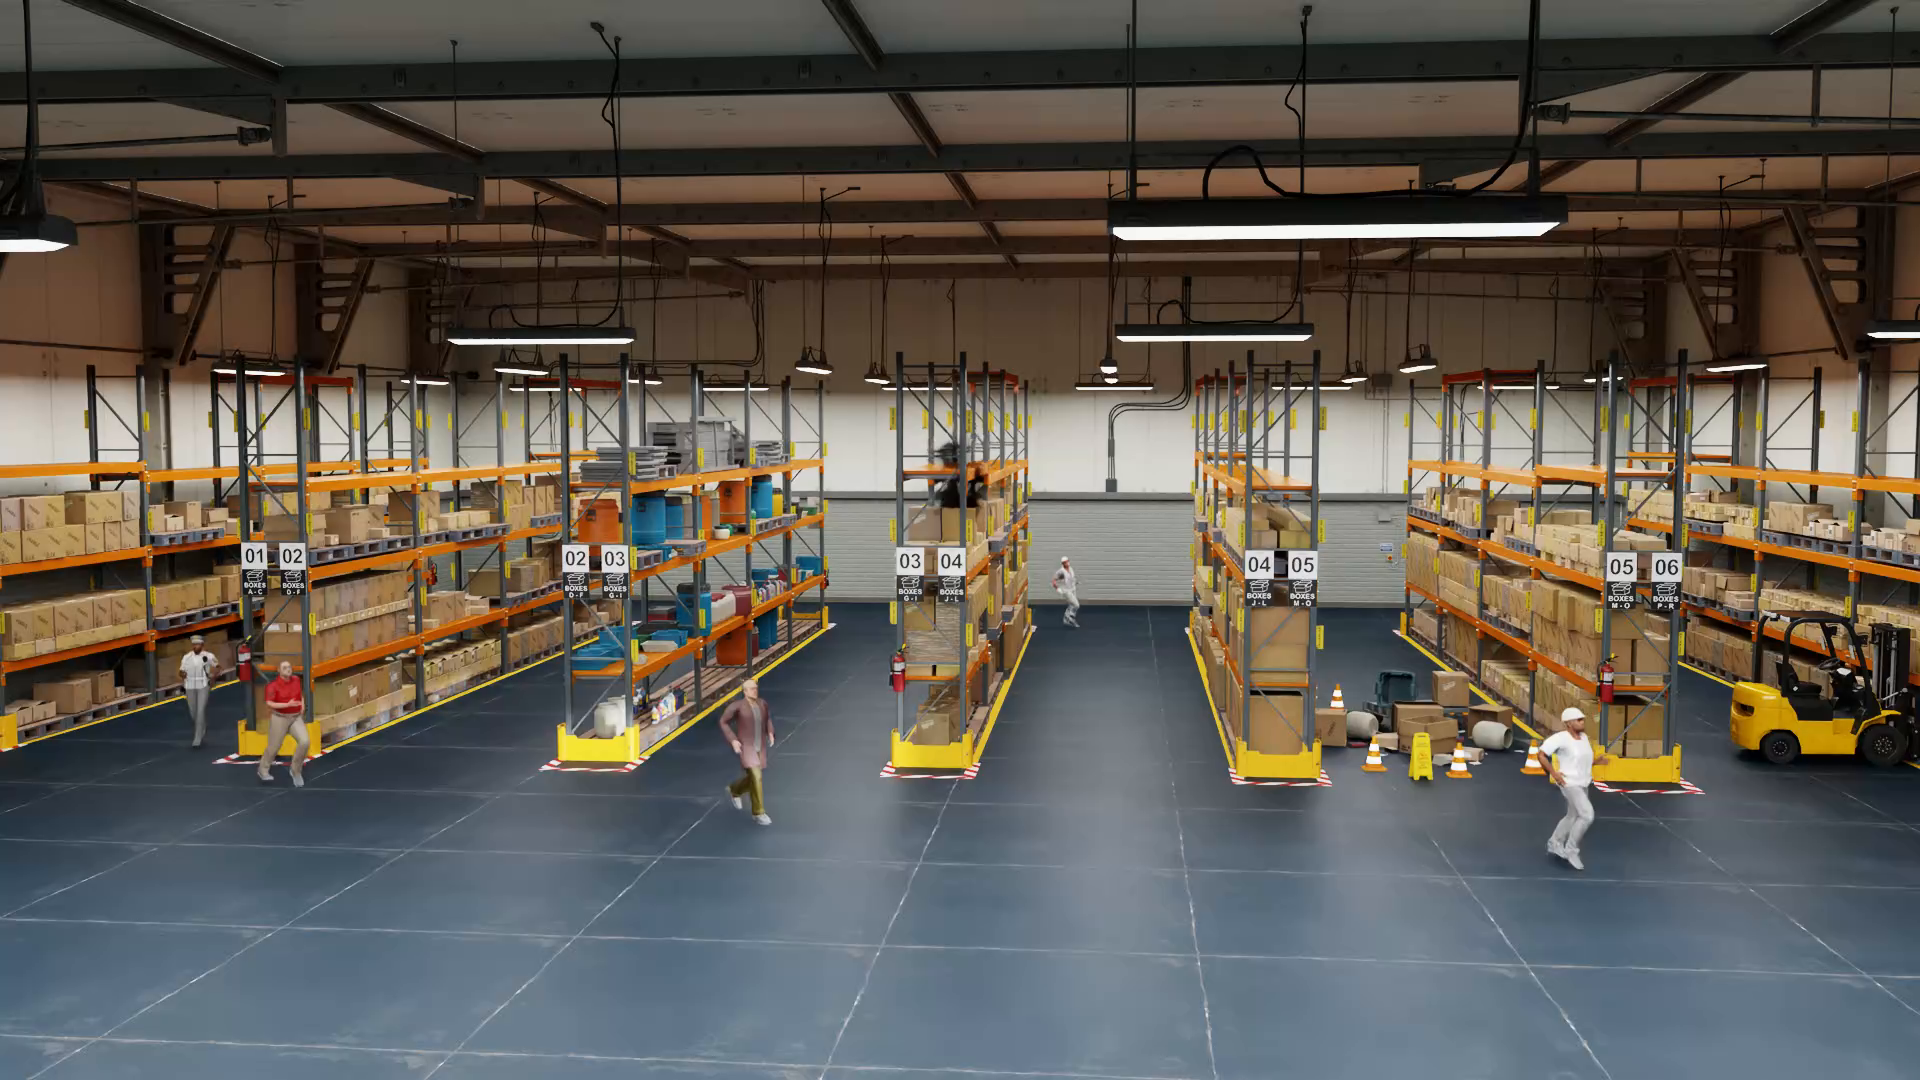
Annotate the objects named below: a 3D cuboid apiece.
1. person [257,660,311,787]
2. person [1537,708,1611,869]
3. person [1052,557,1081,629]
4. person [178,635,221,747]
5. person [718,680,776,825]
[{"bbox_3d":[-9.283,2.528,22.906,0.907,1.776,0.675,3,5,37],"label":"person"},{"bbox_3d":[6.950,2.796,18.767,0.674,1.807,0.696,-4,5,-42],"label":"person"},{"bbox_3d":[2.630,1.273,40.301,0.633,1.758,0.715,4,5,41],"label":"person"},{"bbox_3d":[-11.805,2.301,25.778,0.583,1.676,0.916,-1,4,-9],"label":"person"},{"bbox_3d":[-2.672,2.642,20.954,0.947,1.782,0.722,4,5,42],"label":"person"}]
